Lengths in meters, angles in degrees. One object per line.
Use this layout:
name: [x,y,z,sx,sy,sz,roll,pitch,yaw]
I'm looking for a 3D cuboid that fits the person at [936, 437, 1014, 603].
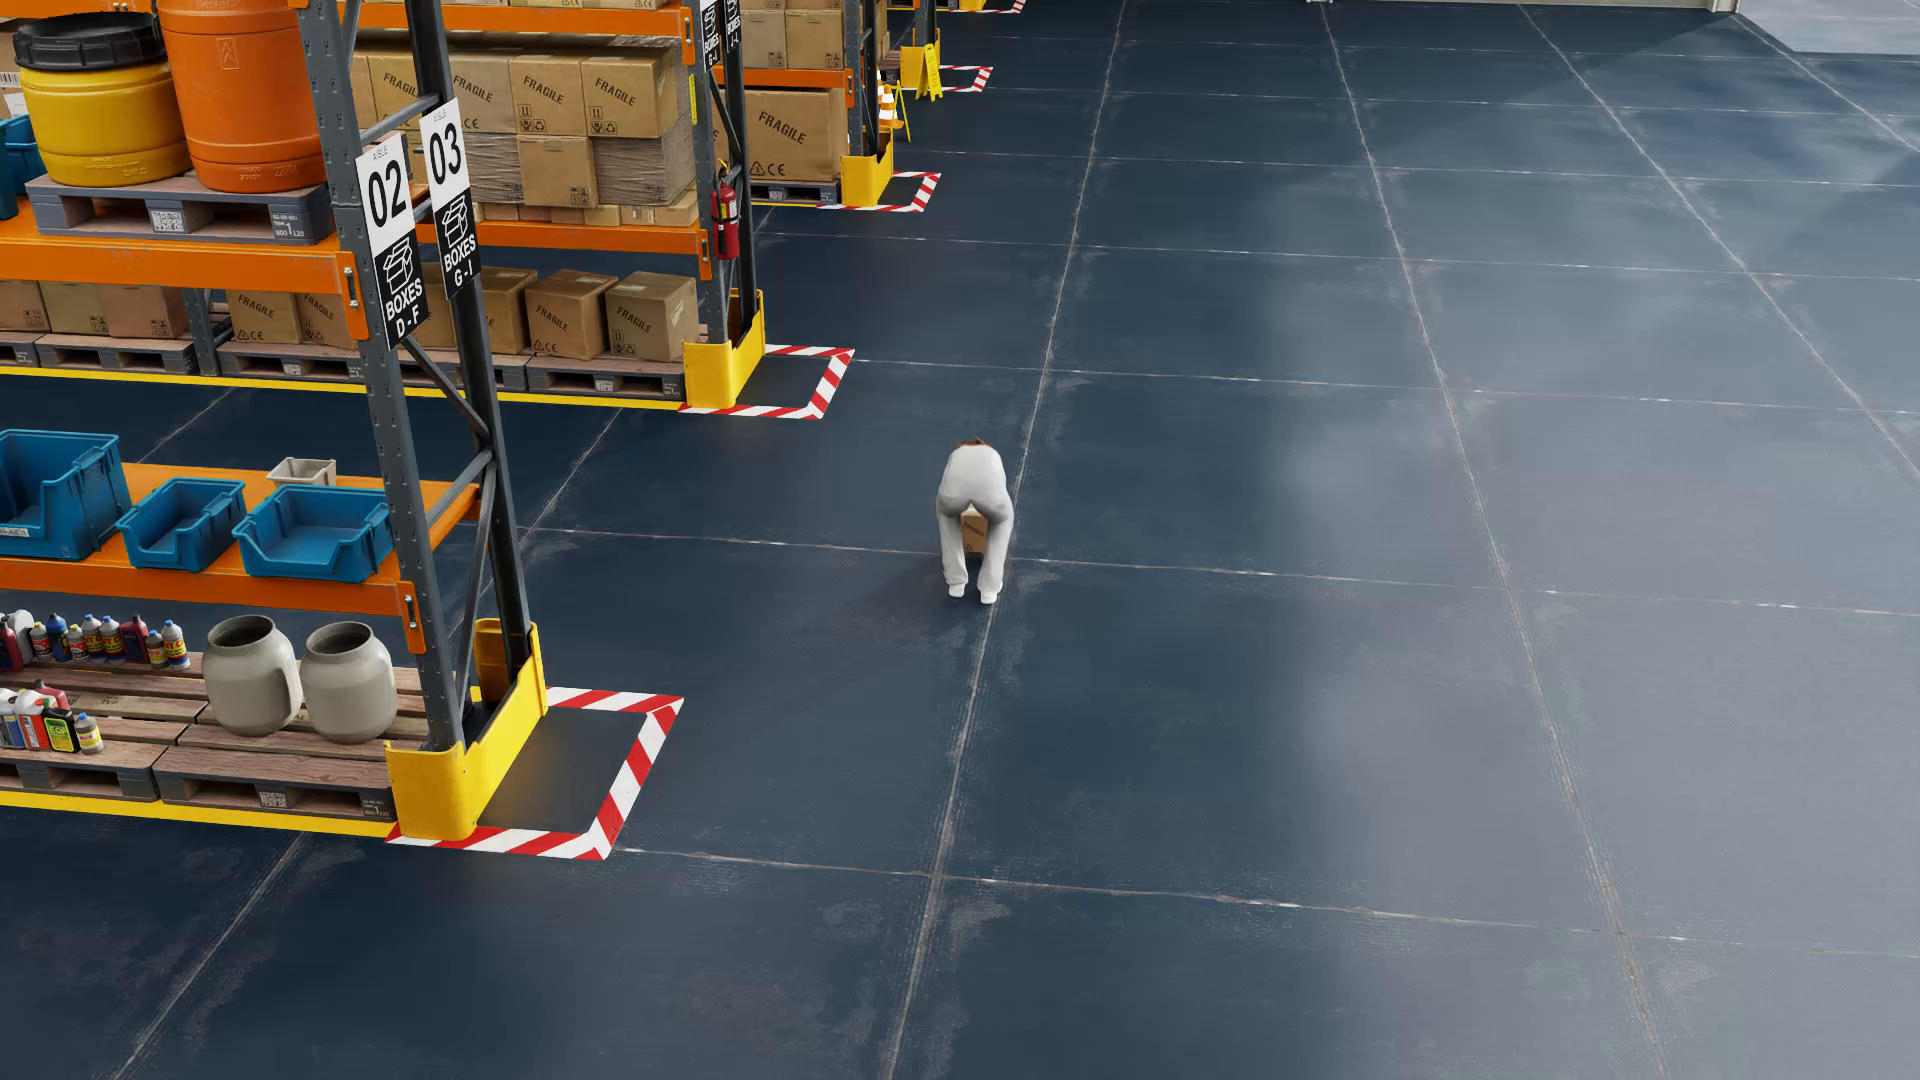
person: [0.088,-0.176,9.738,0.455,0.921,0.852,2,29,4]
